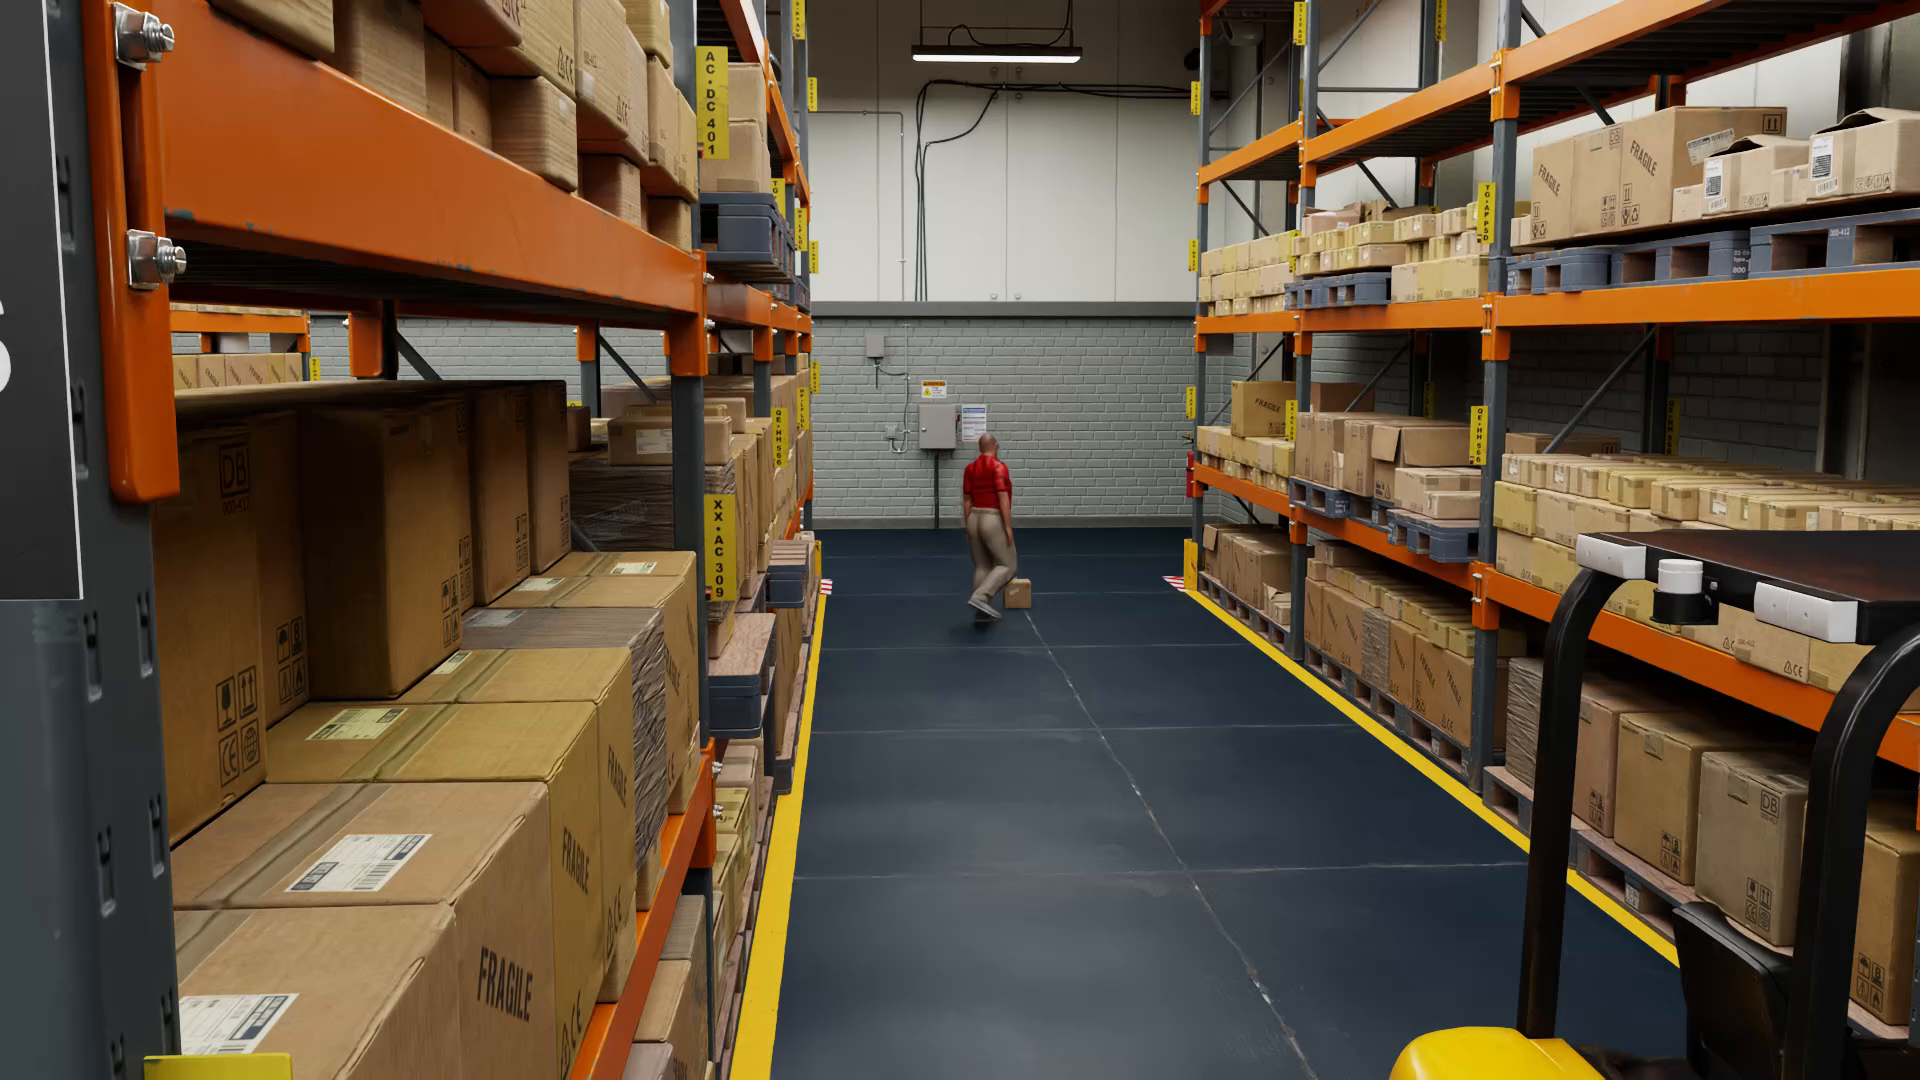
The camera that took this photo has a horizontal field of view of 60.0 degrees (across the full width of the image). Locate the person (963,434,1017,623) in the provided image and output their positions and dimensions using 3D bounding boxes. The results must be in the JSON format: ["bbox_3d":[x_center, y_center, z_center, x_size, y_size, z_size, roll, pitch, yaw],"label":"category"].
[{"bbox_3d":[0.207,-0.094,15.053,0.567,1.723,0.606,-6,9,-43],"label":"person"}]
